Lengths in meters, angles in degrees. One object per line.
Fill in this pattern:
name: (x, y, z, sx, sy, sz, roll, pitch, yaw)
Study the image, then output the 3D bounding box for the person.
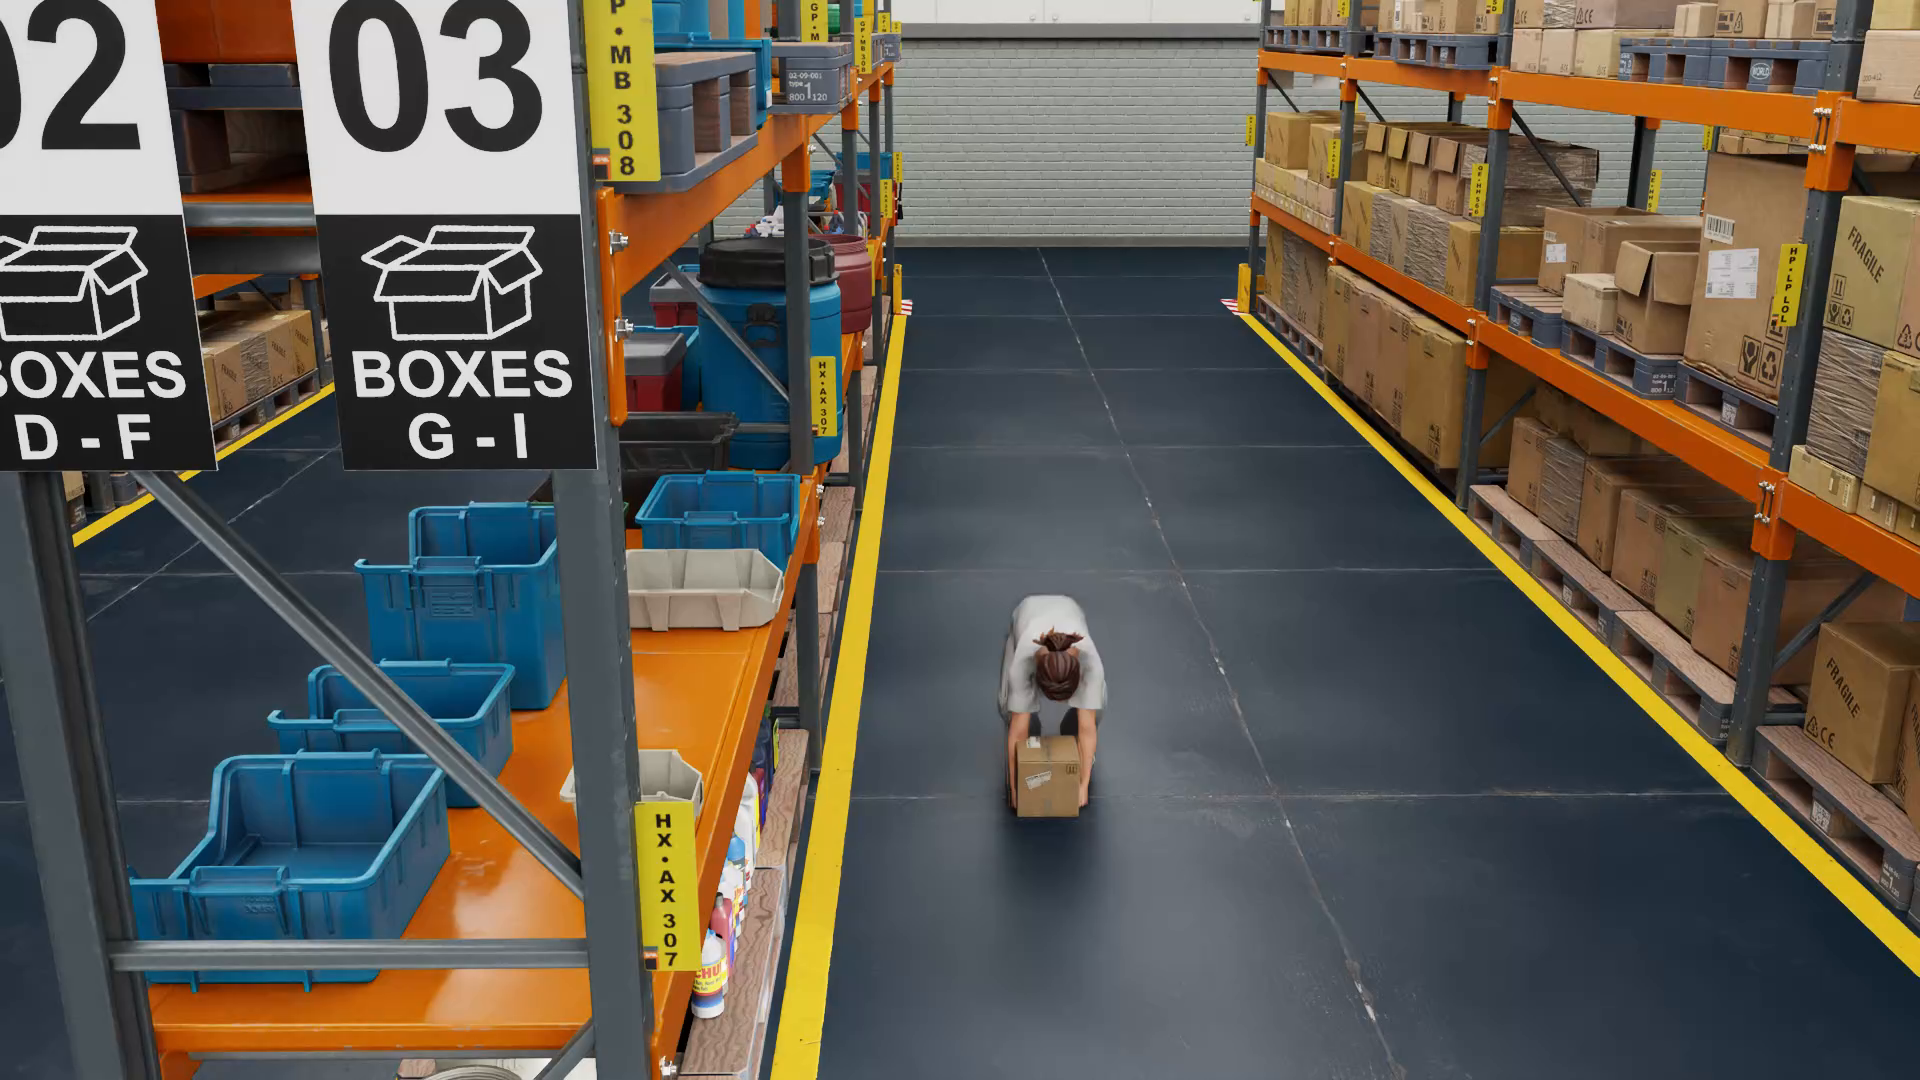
person: (0.392, 0.659, 7.055, 0.462, 0.751, 0.867, 1, 17, 2)
